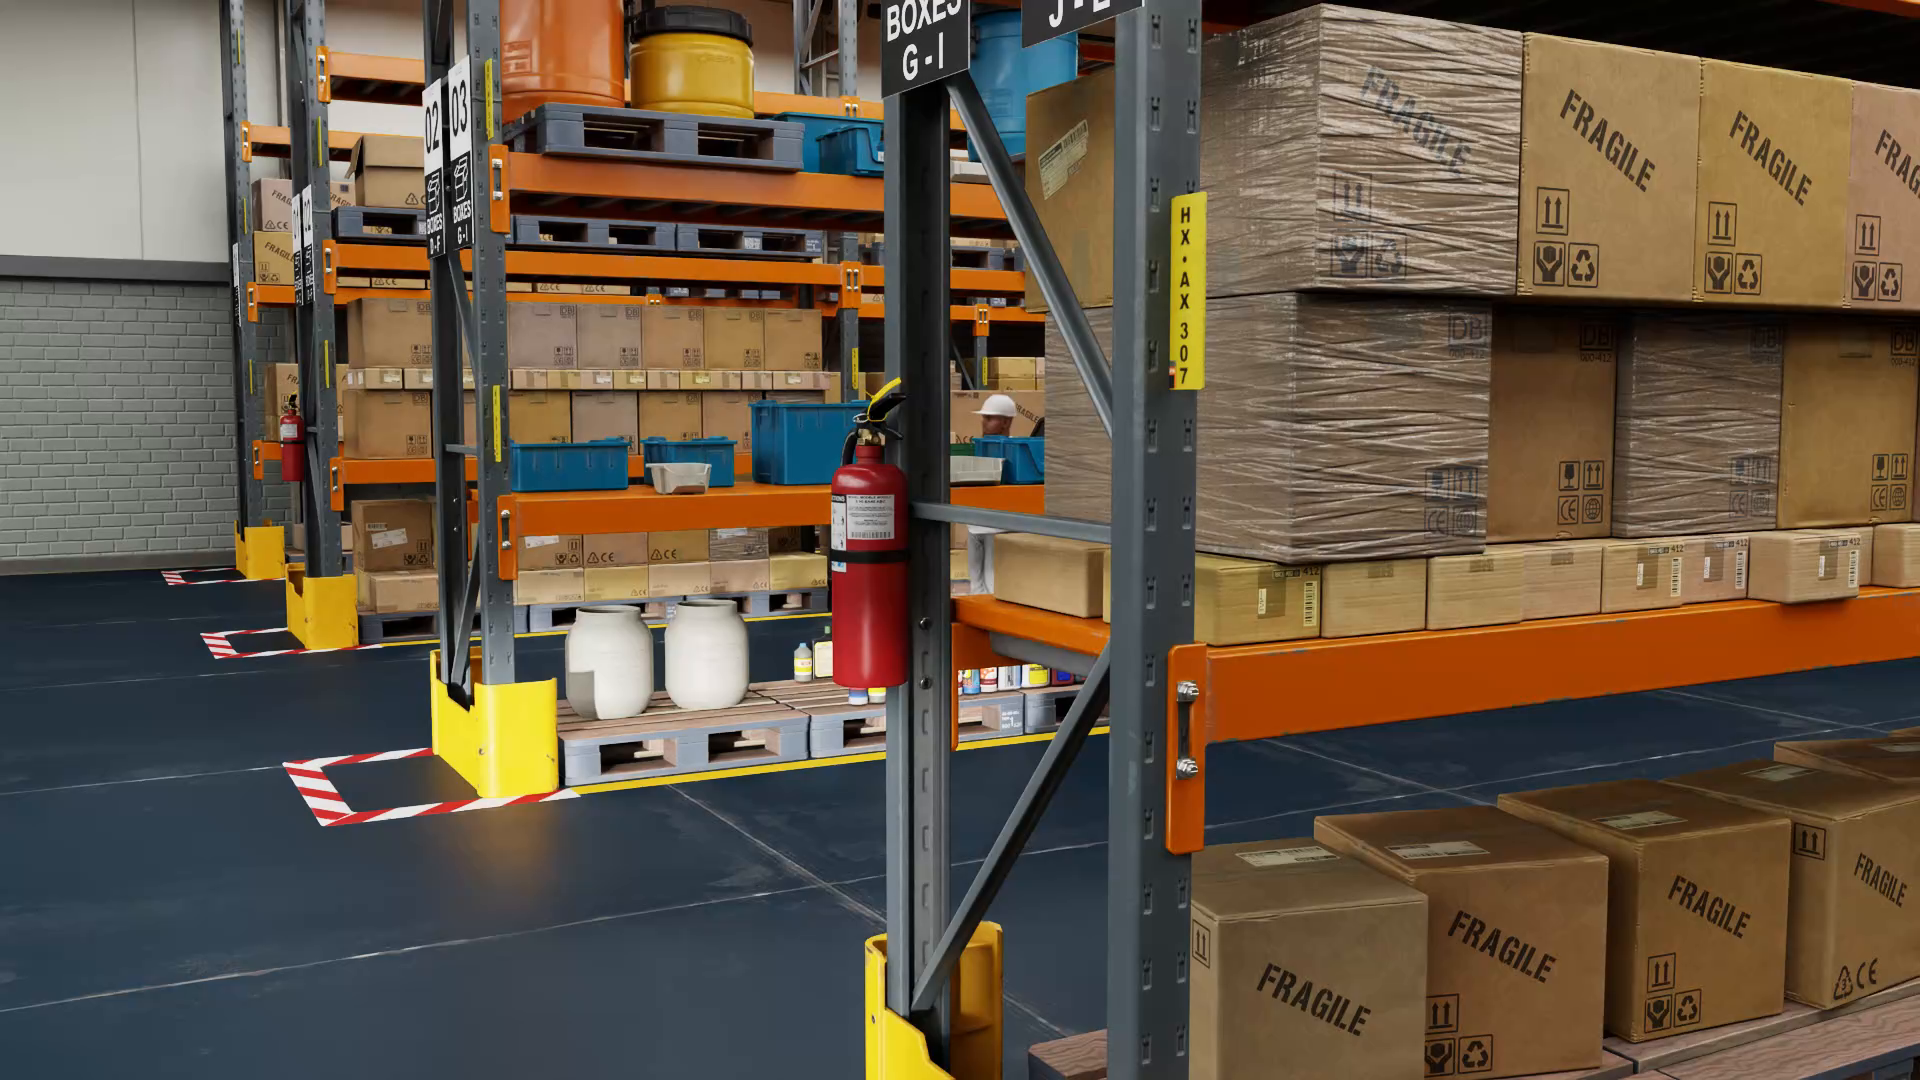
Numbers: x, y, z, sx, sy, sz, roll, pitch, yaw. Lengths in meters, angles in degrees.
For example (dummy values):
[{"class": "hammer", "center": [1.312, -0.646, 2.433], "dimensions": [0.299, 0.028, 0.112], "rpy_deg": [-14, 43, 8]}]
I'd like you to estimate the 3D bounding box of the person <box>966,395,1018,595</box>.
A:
[{"class": "person", "center": [0.227, -0.050, 10.721], "dimensions": [0.359, 1.760, 0.562], "rpy_deg": [-3, 6, -27]}]
